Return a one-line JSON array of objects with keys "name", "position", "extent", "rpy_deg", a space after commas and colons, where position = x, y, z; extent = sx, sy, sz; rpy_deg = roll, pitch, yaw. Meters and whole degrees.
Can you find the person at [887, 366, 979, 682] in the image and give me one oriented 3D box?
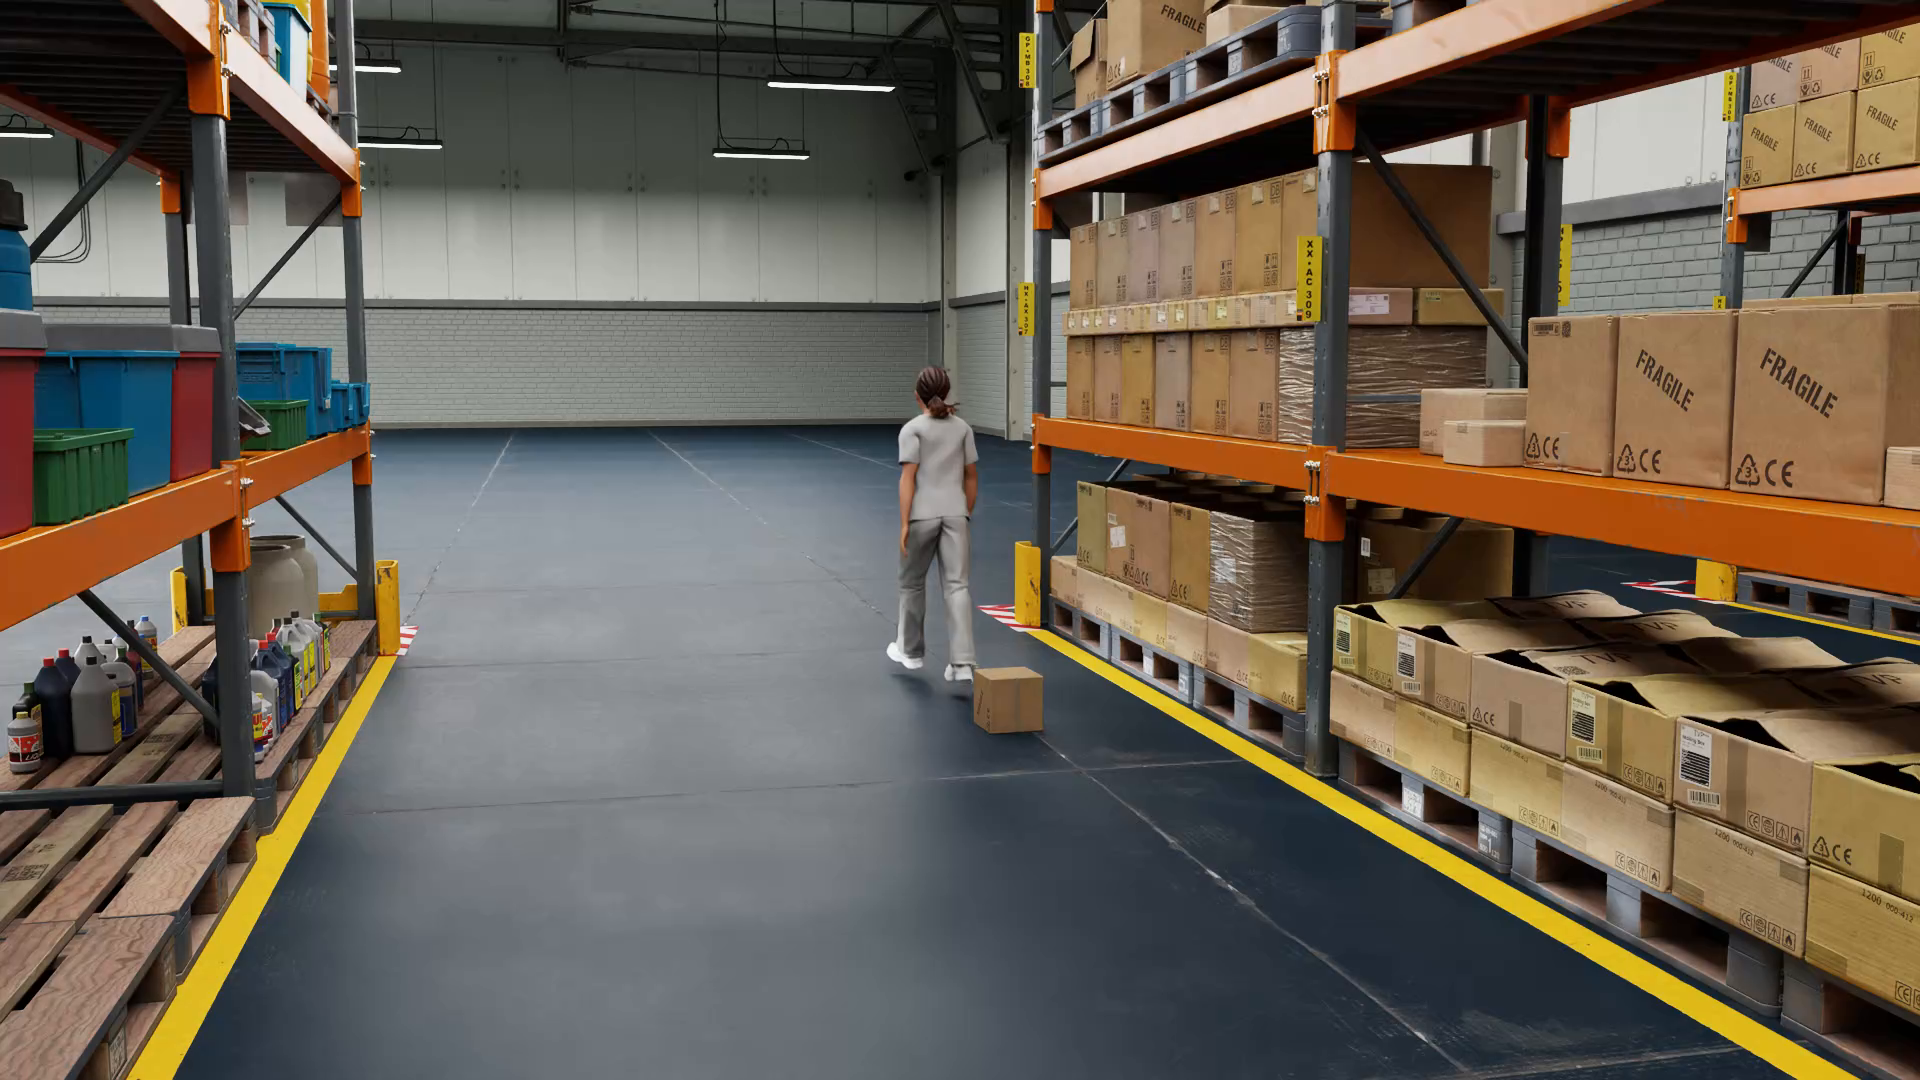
[{"name": "person", "position": [-0.117, -0.090, 8.577], "extent": [0.467, 1.610, 1.053], "rpy_deg": [-2, 6, -16]}]
